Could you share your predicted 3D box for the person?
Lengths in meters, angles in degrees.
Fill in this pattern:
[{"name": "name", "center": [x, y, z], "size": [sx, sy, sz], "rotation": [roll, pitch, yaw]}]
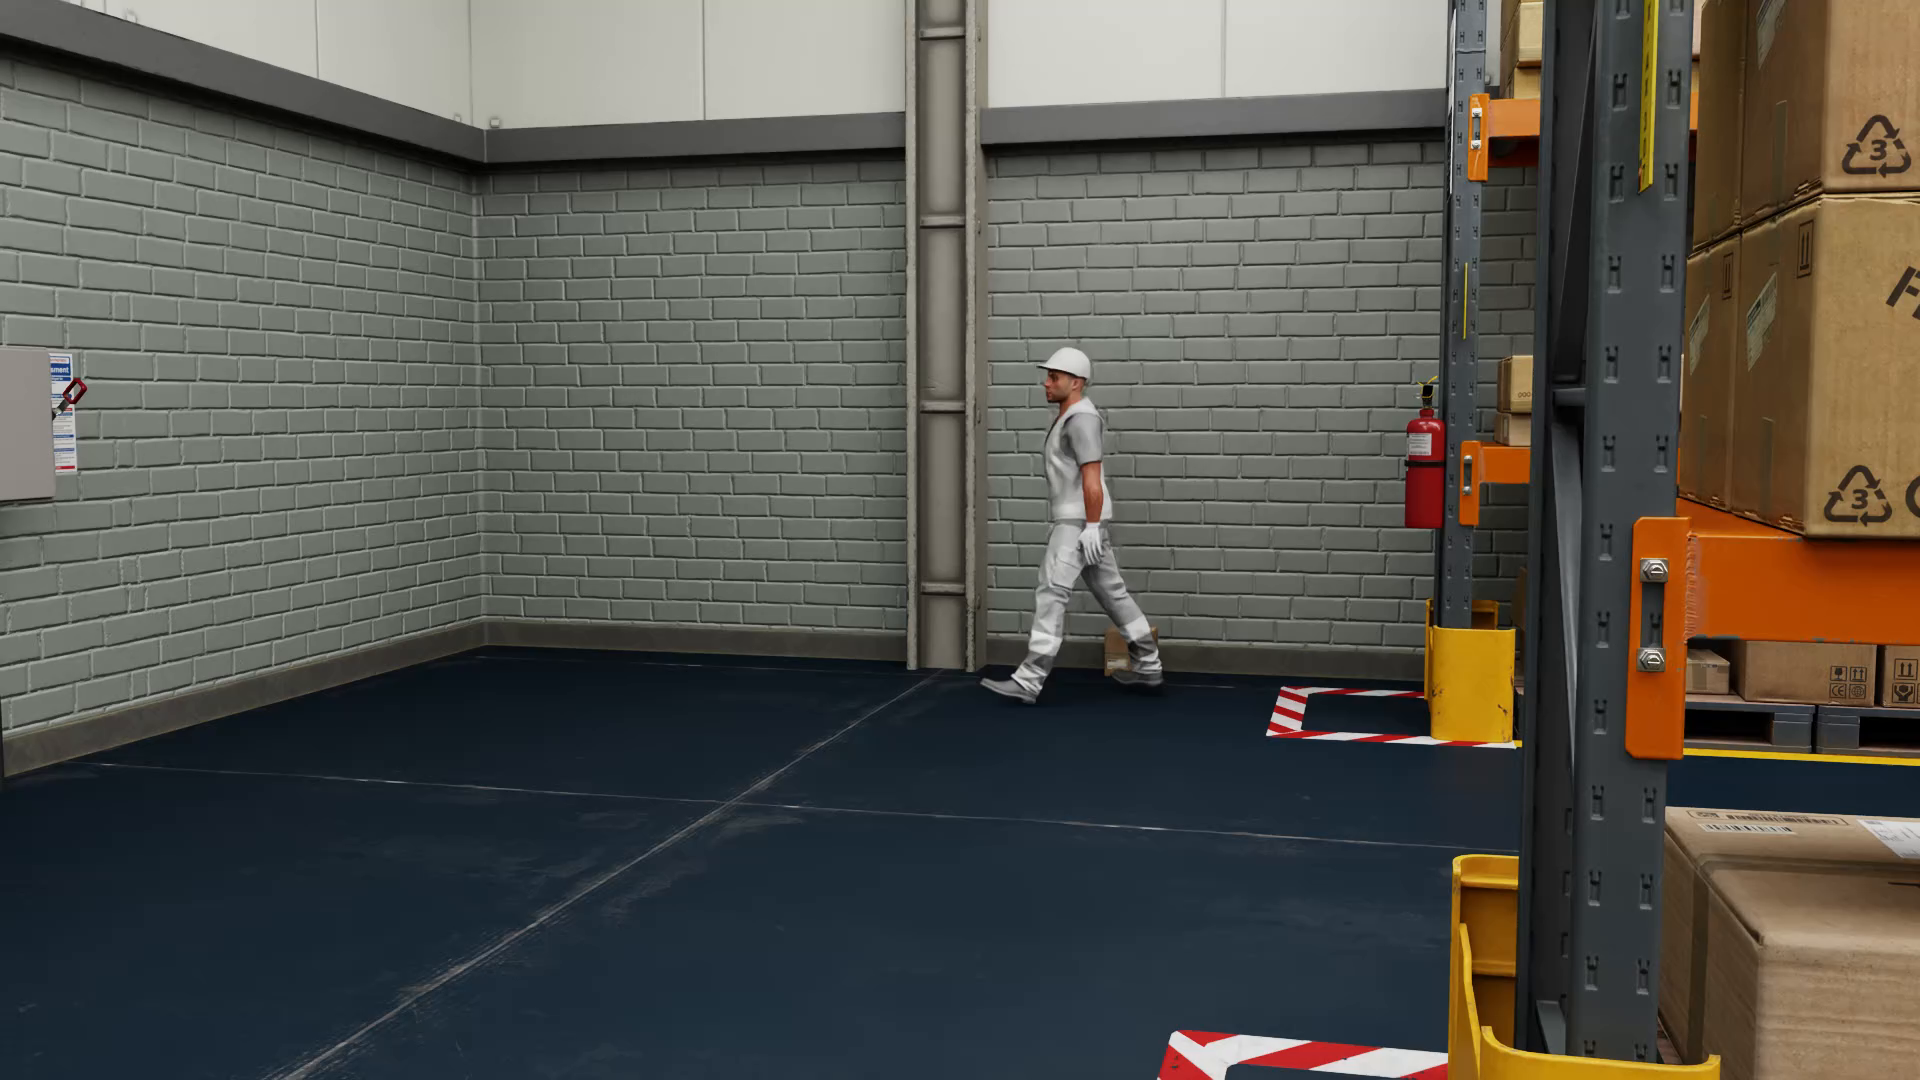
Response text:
[{"name": "person", "center": [0.568, -0.053, 8.316], "size": [0.935, 1.710, 0.598], "rotation": [0, 5, 2]}]
